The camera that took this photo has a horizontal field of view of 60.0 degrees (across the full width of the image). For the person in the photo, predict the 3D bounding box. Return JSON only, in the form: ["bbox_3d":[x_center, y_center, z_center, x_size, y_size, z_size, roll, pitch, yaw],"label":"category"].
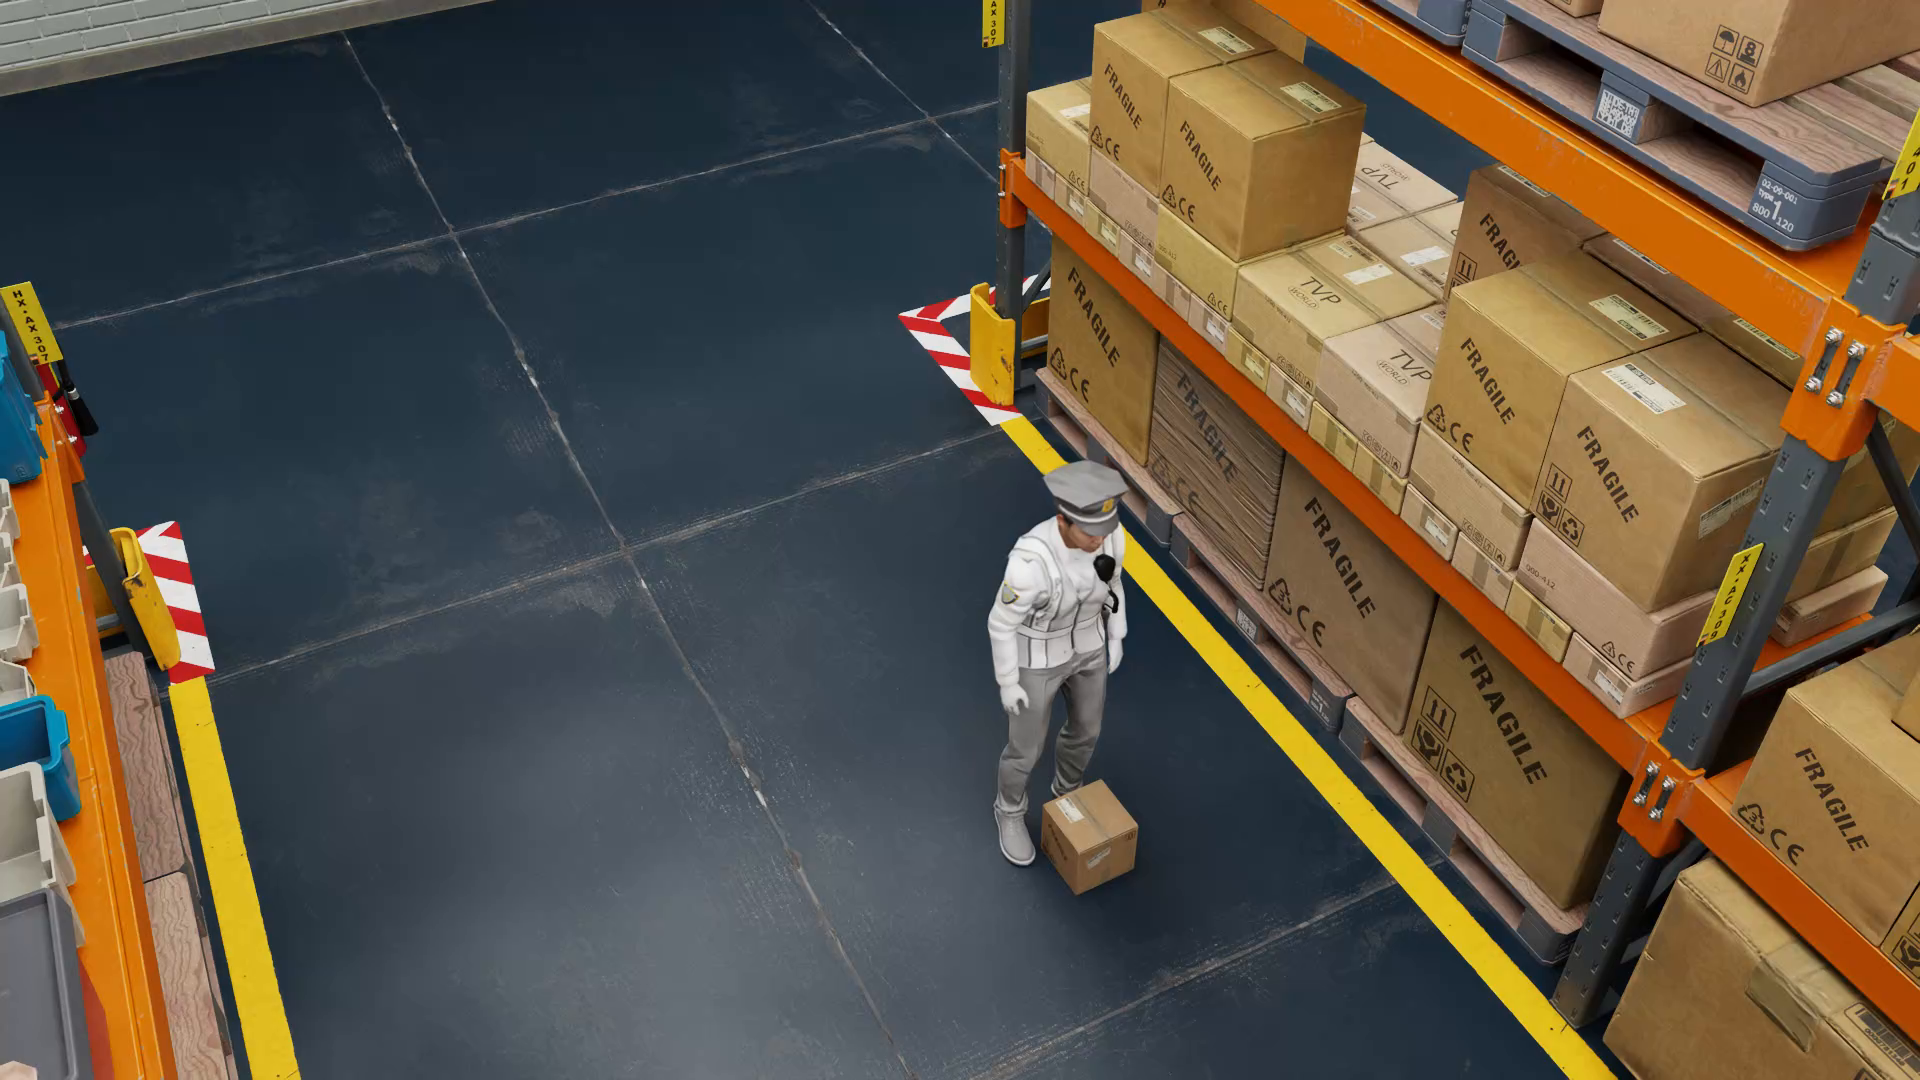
[{"bbox_3d":[0.344,0.404,5.700,0.521,1.662,0.373,-21,46,-22],"label":"person"}]
